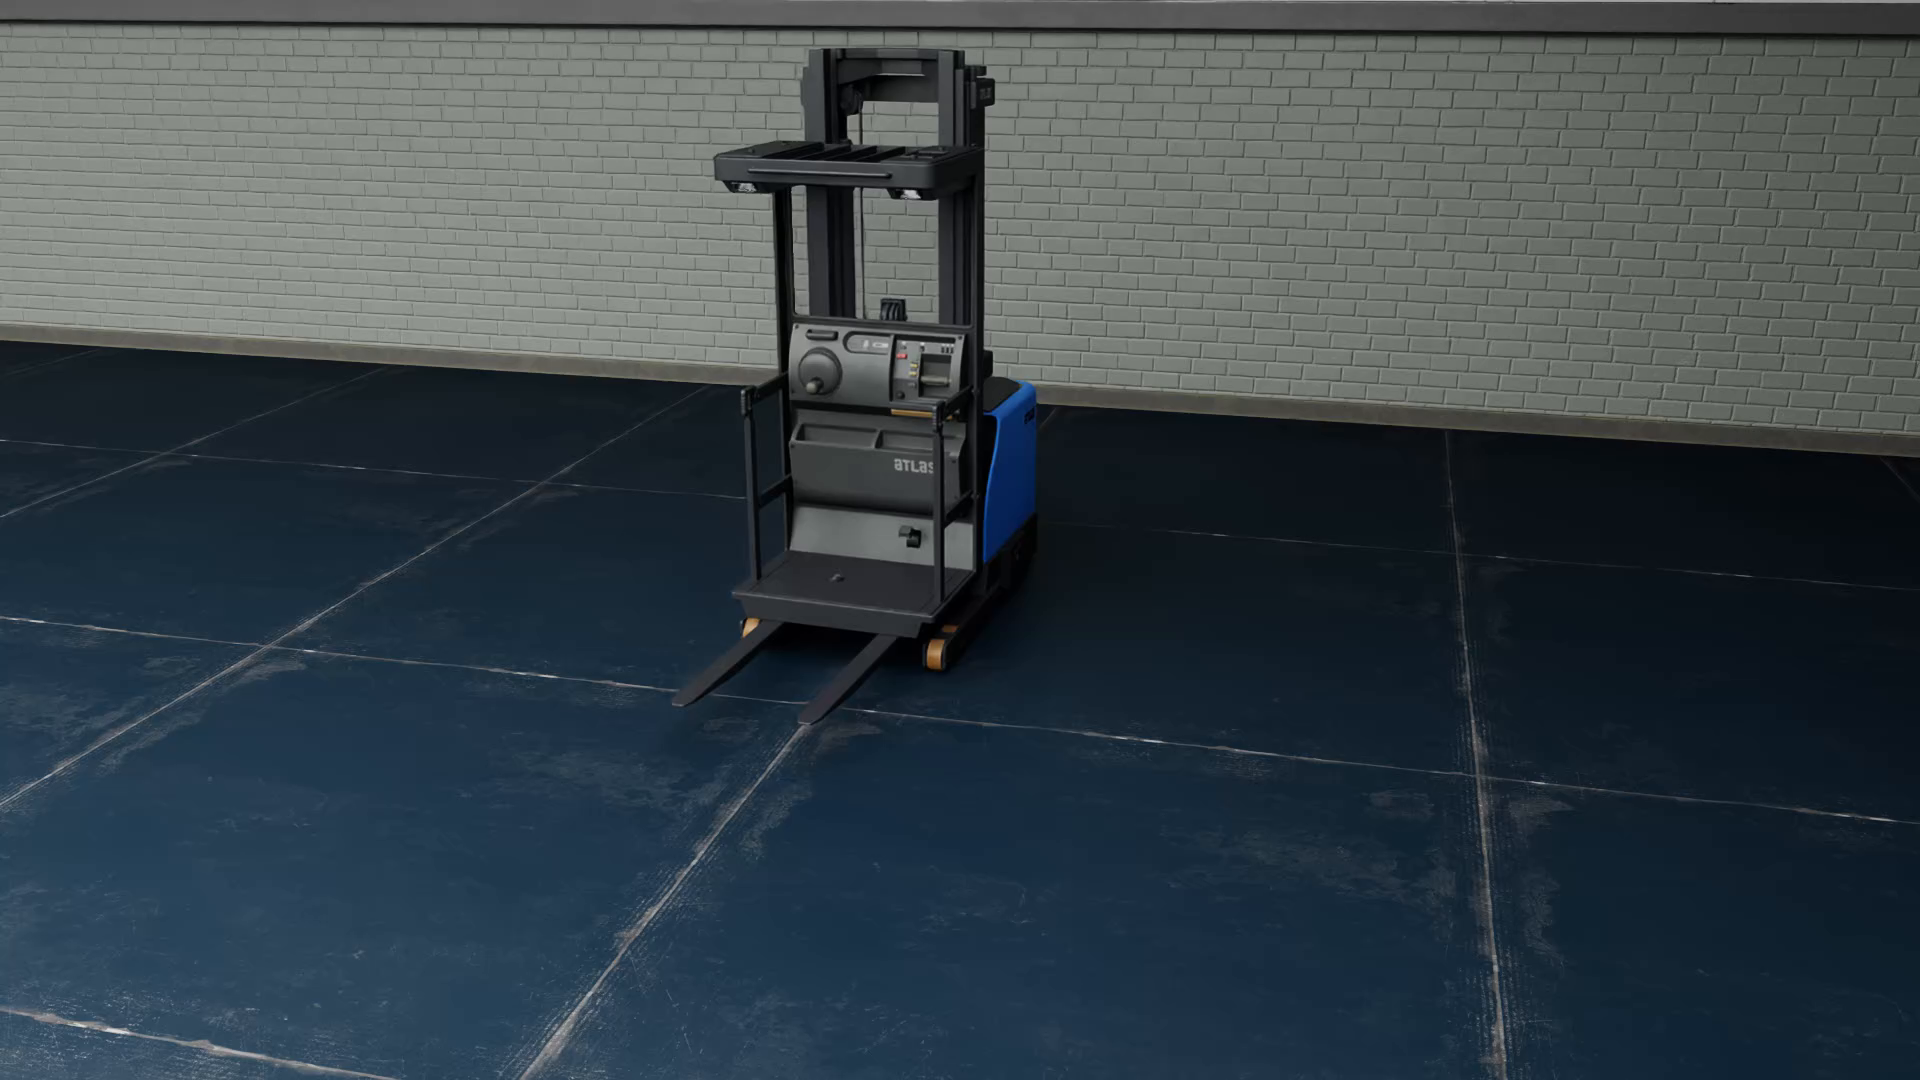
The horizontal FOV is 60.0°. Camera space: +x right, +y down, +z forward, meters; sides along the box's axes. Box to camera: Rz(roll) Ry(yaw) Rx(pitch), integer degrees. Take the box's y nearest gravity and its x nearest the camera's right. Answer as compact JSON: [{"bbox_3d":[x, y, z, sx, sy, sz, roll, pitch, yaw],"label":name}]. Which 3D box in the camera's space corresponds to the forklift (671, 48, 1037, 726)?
[{"bbox_3d":[-0.490,-0.879,8.226,1.130,2.935,3.031,6,20,17],"label":"forklift"}]
